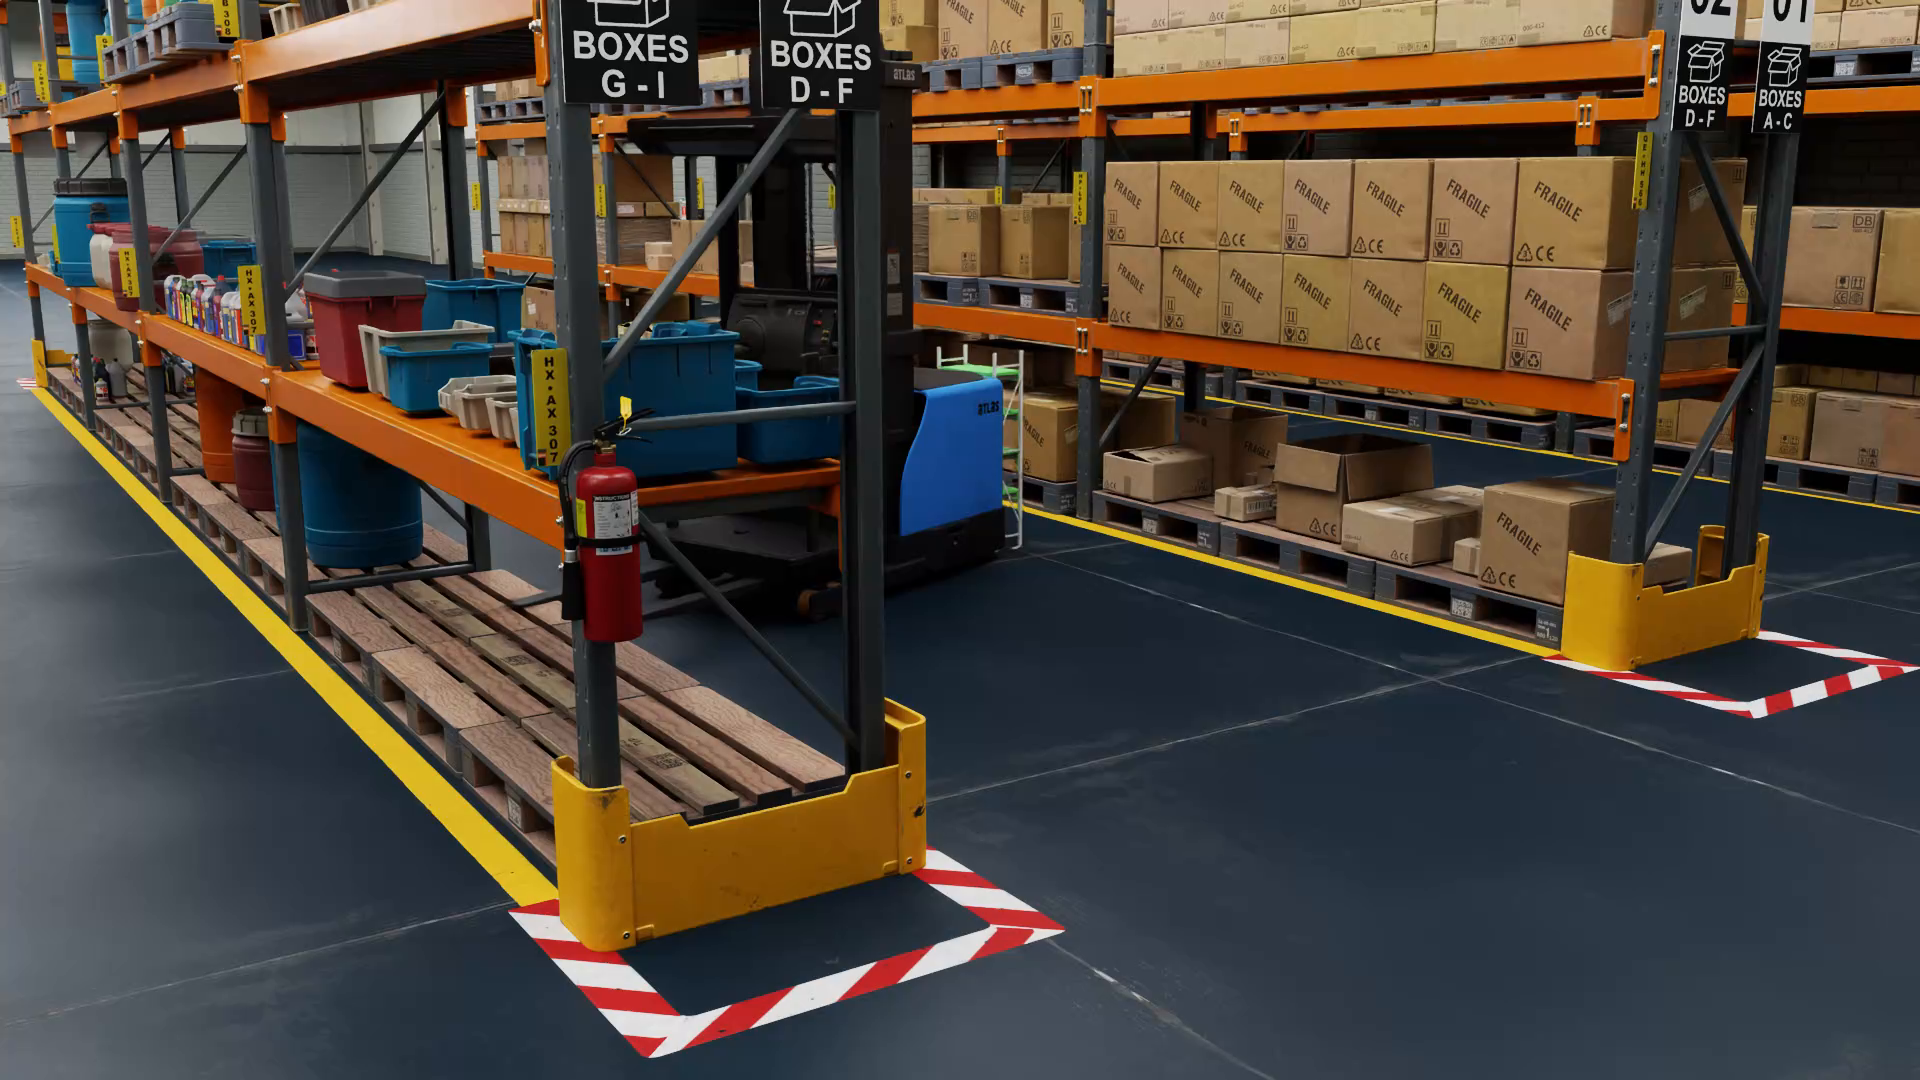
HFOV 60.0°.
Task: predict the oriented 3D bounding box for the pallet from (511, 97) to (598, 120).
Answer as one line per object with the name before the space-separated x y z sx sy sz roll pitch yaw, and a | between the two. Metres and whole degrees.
pallet | -4.381 -4.865 18.775 1.003 0.211 1.213 -8 15 -33

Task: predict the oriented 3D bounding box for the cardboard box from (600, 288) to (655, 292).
cardboard box | -3.765 -2.603 18.944 0.500 0.500 0.500 -8 15 -33

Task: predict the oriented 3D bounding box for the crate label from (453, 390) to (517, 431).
crate label | -1.617 -0.482 6.022 0.396 0.136 0.243 -8 15 -33

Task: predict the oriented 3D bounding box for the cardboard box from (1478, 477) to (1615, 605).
cardboard box | 2.928 -0.005 8.185 0.500 0.500 0.500 -8 15 -33

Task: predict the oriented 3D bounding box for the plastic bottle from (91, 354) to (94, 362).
plastic bottle | -8.222 -1.585 15.760 0.144 0.351 0.185 -8 15 -33

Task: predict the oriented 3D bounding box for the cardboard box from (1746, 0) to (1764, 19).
cardboard box | 5.791 -4.004 12.007 0.500 0.500 0.500 -8 15 -34

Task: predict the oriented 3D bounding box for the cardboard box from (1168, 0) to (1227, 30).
cardboard box | 1.559 -3.087 9.616 0.500 0.250 0.500 -8 15 -33

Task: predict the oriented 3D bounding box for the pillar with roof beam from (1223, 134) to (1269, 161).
pillar with roof beam | -0.461 -5.708 15.401 9.100 9.000 0.400 -8 15 -33

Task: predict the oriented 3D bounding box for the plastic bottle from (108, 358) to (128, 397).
plastic bottle | -7.817 -1.511 15.419 0.144 0.351 0.185 -8 15 -33

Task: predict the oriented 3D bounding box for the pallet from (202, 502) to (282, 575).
pallet | -3.981 -0.067 10.172 1.003 0.211 1.213 -8 15 -33

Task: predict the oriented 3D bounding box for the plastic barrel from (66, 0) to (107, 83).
plastic barrel | -7.803 -4.597 15.186 0.600 0.901 0.708 -8 15 -33

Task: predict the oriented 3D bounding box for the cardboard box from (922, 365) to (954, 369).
cardboard box | 0.002 -1.130 13.327 0.500 0.500 0.500 -9 15 -35

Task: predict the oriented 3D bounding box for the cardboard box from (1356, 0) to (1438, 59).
cardboard box | 2.374 -2.574 8.439 0.500 0.250 0.500 -8 15 -33

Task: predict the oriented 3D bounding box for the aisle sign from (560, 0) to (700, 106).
aisle sign | -0.896 -1.581 4.483 0.394 0.787 0.004 -8 15 -33

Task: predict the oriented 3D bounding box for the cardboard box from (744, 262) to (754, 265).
cardboard box | -1.752 -2.464 15.196 0.380 0.149 0.250 -7 14 -29

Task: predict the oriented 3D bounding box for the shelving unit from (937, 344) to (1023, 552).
shelving unit | 0.119 -0.566 10.141 0.258 1.200 0.503 -11 17 -42

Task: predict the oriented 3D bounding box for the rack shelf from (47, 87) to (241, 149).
rack shelf | -6.232 -3.250 12.867 1.077 0.370 4.000 -8 15 -33

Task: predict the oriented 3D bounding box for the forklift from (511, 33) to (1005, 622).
forklift | -0.995 -1.132 8.677 1.130 2.935 3.031 9 15 34

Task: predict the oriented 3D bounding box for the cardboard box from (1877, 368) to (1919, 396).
cardboard box | 6.759 -1.125 11.837 0.380 0.149 0.250 -8 15 -32

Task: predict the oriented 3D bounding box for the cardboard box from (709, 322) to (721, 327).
cardboard box | -2.458 -2.084 17.010 0.500 0.311 0.500 -8 14 -31

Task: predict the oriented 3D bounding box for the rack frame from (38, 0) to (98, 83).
rack frame | -7.340 -5.423 14.096 1.000 3.000 0.127 -8 15 -33

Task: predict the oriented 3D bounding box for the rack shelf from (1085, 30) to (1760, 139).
rack shelf | 2.326 -2.413 9.039 1.077 0.370 4.000 -8 15 -33

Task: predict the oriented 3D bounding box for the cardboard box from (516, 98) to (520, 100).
cardboard box | -4.926 -5.175 19.262 0.380 0.149 0.250 -8 15 -33

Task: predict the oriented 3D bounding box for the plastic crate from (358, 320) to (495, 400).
plastic crate | -2.215 -0.748 6.896 0.437 0.282 0.530 -8 15 -33

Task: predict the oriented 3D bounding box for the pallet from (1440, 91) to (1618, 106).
pallet | 4.790 -3.771 14.012 0.805 0.209 1.217 -9 15 -35

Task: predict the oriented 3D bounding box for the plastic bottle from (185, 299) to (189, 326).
plastic bottle | -4.782 -1.439 10.384 0.097 0.201 0.097 0 12 0

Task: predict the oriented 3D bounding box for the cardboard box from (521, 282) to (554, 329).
cardboard box | -5.040 -2.807 19.875 0.500 0.500 0.500 -8 15 -33

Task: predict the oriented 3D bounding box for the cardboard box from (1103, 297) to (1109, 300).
cardboard box | 1.867 -2.726 18.872 0.500 0.250 0.500 -9 15 -34

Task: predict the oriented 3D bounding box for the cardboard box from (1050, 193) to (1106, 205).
cardboard box | 1.464 -3.734 19.151 0.700 0.500 0.500 -6 14 -27

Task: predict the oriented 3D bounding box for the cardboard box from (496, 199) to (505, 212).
cardboard box | -5.393 -4.060 20.152 0.380 0.149 0.250 -8 15 -33

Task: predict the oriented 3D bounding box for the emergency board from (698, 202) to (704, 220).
emergency board | -4.863 -5.865 30.161 0.194 1.169 0.643 -8 15 -33

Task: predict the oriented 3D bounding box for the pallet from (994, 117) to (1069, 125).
pallet | 1.160 -4.916 19.239 1.213 0.211 1.003 -8 15 -33

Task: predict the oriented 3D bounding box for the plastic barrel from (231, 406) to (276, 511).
plastic barrel | -4.213 -0.522 10.390 0.600 0.588 0.708 -8 15 -33

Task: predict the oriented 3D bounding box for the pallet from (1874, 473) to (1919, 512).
pallet | 7.048 -0.301 11.246 1.003 0.211 1.213 -8 15 -33

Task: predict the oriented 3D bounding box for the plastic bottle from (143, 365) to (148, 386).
plastic bottle | -7.892 -1.656 16.261 0.152 0.276 0.135 -8 15 -33

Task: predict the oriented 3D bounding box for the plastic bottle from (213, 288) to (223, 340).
plastic bottle | -4.246 -1.300 9.558 0.061 0.283 0.133 -8 15 -33

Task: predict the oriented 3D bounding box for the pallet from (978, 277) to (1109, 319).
pallet | 0.866 -1.716 11.638 1.003 0.211 1.213 -8 15 -33

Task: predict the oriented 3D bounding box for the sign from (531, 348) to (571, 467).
sign | -1.141 -0.370 4.650 0.100 0.325 0.005 -8 15 -33

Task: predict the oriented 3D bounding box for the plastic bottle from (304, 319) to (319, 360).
plastic bottle | -3.302 -1.022 8.480 0.097 0.201 0.097 0 12 0

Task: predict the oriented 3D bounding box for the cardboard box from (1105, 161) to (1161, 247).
cardboard box | 1.245 -2.075 10.256 0.500 0.500 0.500 -8 14 -31

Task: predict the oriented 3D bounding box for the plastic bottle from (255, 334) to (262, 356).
plastic bottle | -3.598 -1.106 8.687 0.152 0.276 0.135 -8 15 -33

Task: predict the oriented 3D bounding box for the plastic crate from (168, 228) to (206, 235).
plastic crate | -6.817 -2.474 14.502 0.402 0.464 0.583 -8 15 -33

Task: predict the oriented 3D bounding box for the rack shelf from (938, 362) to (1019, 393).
rack shelf | 0.119 -0.972 10.052 0.258 0.148 0.480 -11 17 -42

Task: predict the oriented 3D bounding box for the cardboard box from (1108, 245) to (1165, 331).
cardboard box | 1.273 -1.581 10.336 0.500 0.500 0.500 -8 14 -31

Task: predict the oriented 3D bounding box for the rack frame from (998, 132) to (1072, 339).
rack frame | 0.907 -3.665 20.099 1.000 3.000 0.127 -8 15 -33

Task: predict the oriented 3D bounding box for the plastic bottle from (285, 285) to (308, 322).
plastic bottle | -3.570 -1.187 8.885 0.144 0.351 0.185 -8 15 -33

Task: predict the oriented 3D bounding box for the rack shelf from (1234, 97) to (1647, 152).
rack shelf | 4.231 -3.712 14.976 1.077 0.370 4.000 -8 15 -33

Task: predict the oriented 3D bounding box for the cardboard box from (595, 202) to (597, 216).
cardboard box | -3.679 -3.511 17.642 0.380 0.149 0.250 -8 15 -34

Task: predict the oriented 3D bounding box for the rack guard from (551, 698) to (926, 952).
rack guard | -0.668 0.866 5.232 1.175 0.500 0.348 -8 15 -33

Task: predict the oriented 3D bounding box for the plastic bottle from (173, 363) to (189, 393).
plastic bottle | -7.354 -1.539 15.726 0.152 0.276 0.135 -7 14 -31

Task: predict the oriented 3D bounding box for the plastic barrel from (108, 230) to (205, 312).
plastic barrel | -5.633 -1.894 11.683 0.600 0.536 0.708 -8 15 -33

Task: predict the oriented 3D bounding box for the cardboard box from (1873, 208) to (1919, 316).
cardboard box | 6.852 -1.895 11.303 0.980 0.700 0.700 -8 15 -33

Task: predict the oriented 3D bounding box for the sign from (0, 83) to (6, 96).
sign | -10.017 -4.609 17.375 0.100 0.325 0.005 -8 15 -33

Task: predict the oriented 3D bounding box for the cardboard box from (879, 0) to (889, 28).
cardboard box | -0.479 -4.200 12.951 0.500 0.500 0.500 -8 15 -33

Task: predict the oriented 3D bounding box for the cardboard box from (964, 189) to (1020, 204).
cardboard box | 0.388 -4.015 20.250 0.500 0.500 0.500 -8 15 -33

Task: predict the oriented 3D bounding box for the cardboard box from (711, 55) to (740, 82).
cardboard box | -1.910 -4.232 15.039 0.500 0.250 0.500 -8 15 -34
